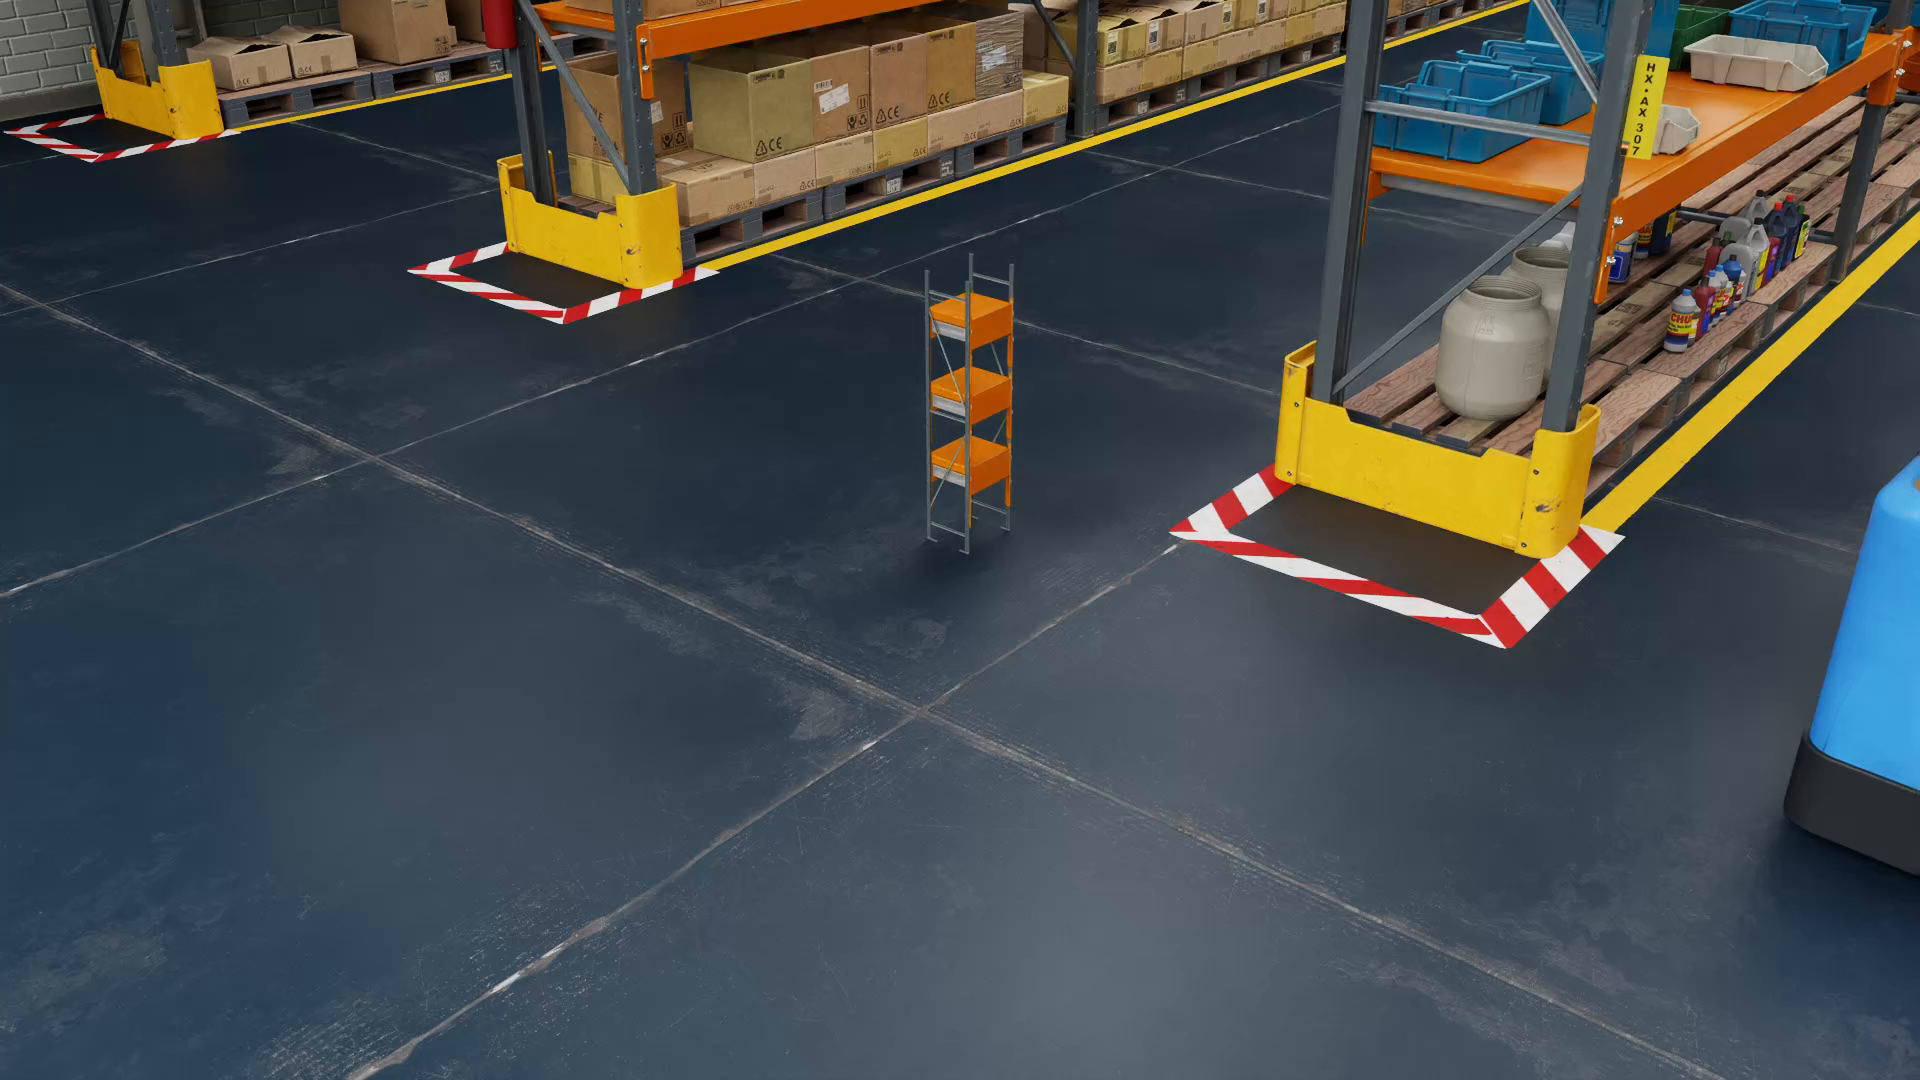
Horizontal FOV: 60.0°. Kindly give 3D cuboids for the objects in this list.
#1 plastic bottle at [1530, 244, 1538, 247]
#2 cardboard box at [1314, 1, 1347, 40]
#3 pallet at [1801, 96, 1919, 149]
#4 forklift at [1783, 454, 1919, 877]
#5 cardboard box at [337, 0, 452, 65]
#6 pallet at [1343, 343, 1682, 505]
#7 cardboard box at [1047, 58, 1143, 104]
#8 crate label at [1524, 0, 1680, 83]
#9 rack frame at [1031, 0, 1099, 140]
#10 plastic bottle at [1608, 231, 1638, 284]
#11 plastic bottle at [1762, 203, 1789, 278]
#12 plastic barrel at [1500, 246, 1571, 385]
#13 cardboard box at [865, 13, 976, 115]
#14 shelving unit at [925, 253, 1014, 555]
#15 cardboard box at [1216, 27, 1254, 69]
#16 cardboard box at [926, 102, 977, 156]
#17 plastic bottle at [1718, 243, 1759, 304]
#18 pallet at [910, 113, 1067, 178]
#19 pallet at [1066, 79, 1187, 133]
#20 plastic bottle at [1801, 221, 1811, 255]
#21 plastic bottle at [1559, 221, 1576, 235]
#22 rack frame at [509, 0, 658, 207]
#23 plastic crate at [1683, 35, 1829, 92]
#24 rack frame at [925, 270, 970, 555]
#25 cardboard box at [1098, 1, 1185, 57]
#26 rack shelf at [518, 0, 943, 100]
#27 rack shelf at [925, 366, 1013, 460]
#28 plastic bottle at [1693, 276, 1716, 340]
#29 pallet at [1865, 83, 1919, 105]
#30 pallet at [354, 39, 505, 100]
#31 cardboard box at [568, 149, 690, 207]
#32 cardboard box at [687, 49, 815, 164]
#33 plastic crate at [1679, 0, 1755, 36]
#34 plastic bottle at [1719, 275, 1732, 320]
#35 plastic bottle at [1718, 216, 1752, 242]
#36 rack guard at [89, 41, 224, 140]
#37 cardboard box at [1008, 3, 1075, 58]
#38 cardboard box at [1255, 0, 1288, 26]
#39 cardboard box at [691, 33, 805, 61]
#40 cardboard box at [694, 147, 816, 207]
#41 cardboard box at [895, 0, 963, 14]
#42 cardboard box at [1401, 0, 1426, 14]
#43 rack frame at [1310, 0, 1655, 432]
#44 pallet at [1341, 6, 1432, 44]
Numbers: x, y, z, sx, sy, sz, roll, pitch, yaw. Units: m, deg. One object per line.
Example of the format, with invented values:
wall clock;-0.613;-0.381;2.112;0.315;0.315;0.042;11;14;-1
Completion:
plastic bottle;2.689;-1.256;7.892;0.061;0.283;0.133;22;34;36
cardboard box;2.921;-4.434;14.092;0.500;0.250;0.500;22;34;36
pallet;6.364;-2.776;11.386;1.003;0.211;1.213;21;34;34
forklift;3.675;-0.808;4.621;1.130;2.935;3.031;24;36;38
cardboard box;-4.469;-4.089;13.131;0.700;0.500;0.500;18;33;31
pallet;2.332;-0.530;7.045;1.003;0.211;1.213;21;34;34
cardboard box;0.971;-3.344;11.986;0.500;0.250;0.500;20;33;33
crate label;2.761;-2.189;7.178;0.502;0.435;0.616;21;34;34
rack frame;0.523;-4.309;11.314;1.000;3.000;0.127;21;34;34
plastic bottle;3.249;-1.428;8.232;0.152;0.276;0.135;21;34;34
plastic bottle;4.034;-1.498;8.285;0.144;0.351;0.185;19;33;32
plastic barrel;2.477;-0.956;7.085;0.421;0.512;0.421;0;27;0
cardboard box;-0.245;-3.026;10.555;0.500;0.500;0.500;21;34;34
shelving unit;0.034;-0.485;6.045;0.215;1.050;0.252;21;34;34
cardboard box;1.949;-3.890;13.040;0.500;0.250;0.500;22;34;35
cardboard box;-0.236;-2.690;10.720;0.500;0.250;0.500;21;34;34
plastic bottle;3.722;-1.294;7.972;0.152;0.276;0.135;21;34;35
pallet;-0.015;-2.800;11.433;1.003;0.211;1.213;21;34;34
pallet;0.962;-3.343;12.482;1.003;0.211;1.213;21;34;34
plastic bottle;4.353;-1.592;8.630;0.097;0.201;0.097;0;27;0
plastic bottle;3.001;-1.430;8.154;0.144;0.351;0.185;22;35;36
rack frame;-2.021;-2.890;8.573;1.000;3.000;0.127;21;34;34
plastic crate;3.506;-2.093;7.318;0.530;0.136;0.437;21;34;34
rack frame;-0.044;-0.442;5.962;0.200;1.050;0.008;21;34;34
cardboard box;1.301;-3.773;12.203;0.500;0.311;0.500;20;34;34
rack shelf;-0.749;-3.280;10.109;1.077;0.370;4.000;21;34;34
rack shelf;0.034;-0.476;6.050;0.215;0.259;0.240;21;34;34
plastic bottle;3.350;-1.057;7.506;0.061;0.283;0.133;21;34;35
pallet;7.356;-3.331;12.459;1.003;0.211;1.213;21;34;34
pallet;-4.477;-3.834;13.431;1.003;0.211;1.213;21;34;34
cardboard box;-1.908;-2.132;9.642;0.500;0.250;0.500;21;34;34
cardboard box;-1.192;-2.492;9.521;0.500;0.500;0.500;21;34;34
plastic crate;3.912;-2.684;8.241;0.767;0.338;0.504;21;34;34
plastic bottle;3.537;-1.138;7.752;0.097;0.201;0.097;0;27;0
plastic bottle;3.903;-1.499;8.369;0.152;0.276;0.135;21;34;34
rack guard;-5.798;-3.254;11.995;1.175;0.500;0.348;21;34;34
cardboard box;0.559;-3.750;12.160;0.500;0.311;0.500;21;34;34
cardboard box;2.275;-4.319;13.260;0.500;0.311;0.500;20;34;34
cardboard box;-1.285;-2.825;10.165;0.500;0.500;0.500;21;34;34
cardboard box;-1.193;-2.159;9.695;0.500;0.250;0.500;21;34;34
cardboard box;-0.325;-3.354;11.189;0.500;0.500;0.500;21;34;34
cardboard box;3.906;-5.077;15.041;0.500;0.500;0.500;19;33;33
rack frame;1.799;-1.441;5.772;1.000;3.000;0.127;21;34;34
pallet;3.571;-4.742;15.187;1.003;0.211;1.213;21;34;34
